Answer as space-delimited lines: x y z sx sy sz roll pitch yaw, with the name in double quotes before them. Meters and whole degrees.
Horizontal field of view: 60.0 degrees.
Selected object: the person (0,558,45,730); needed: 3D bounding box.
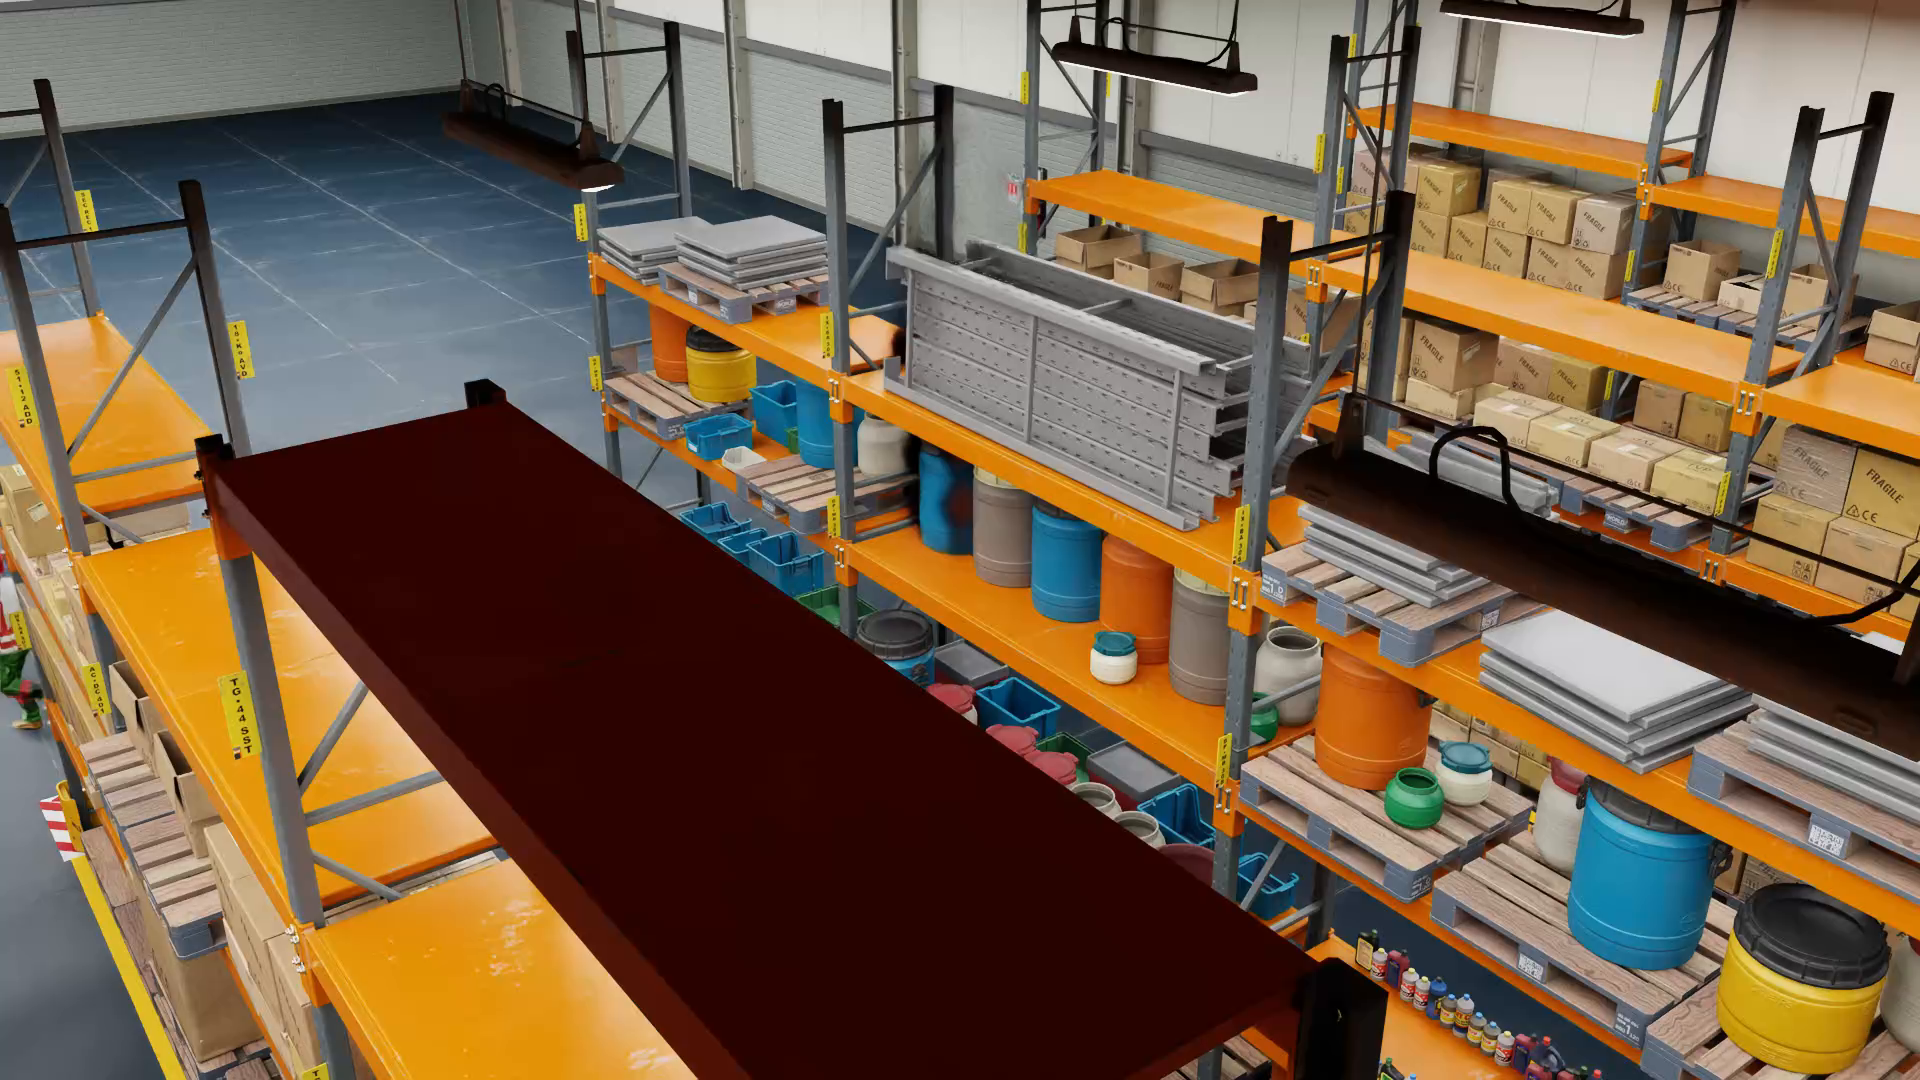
"person" -8.427 0.939 14.884 0.690 1.765 0.649 4 25 8
